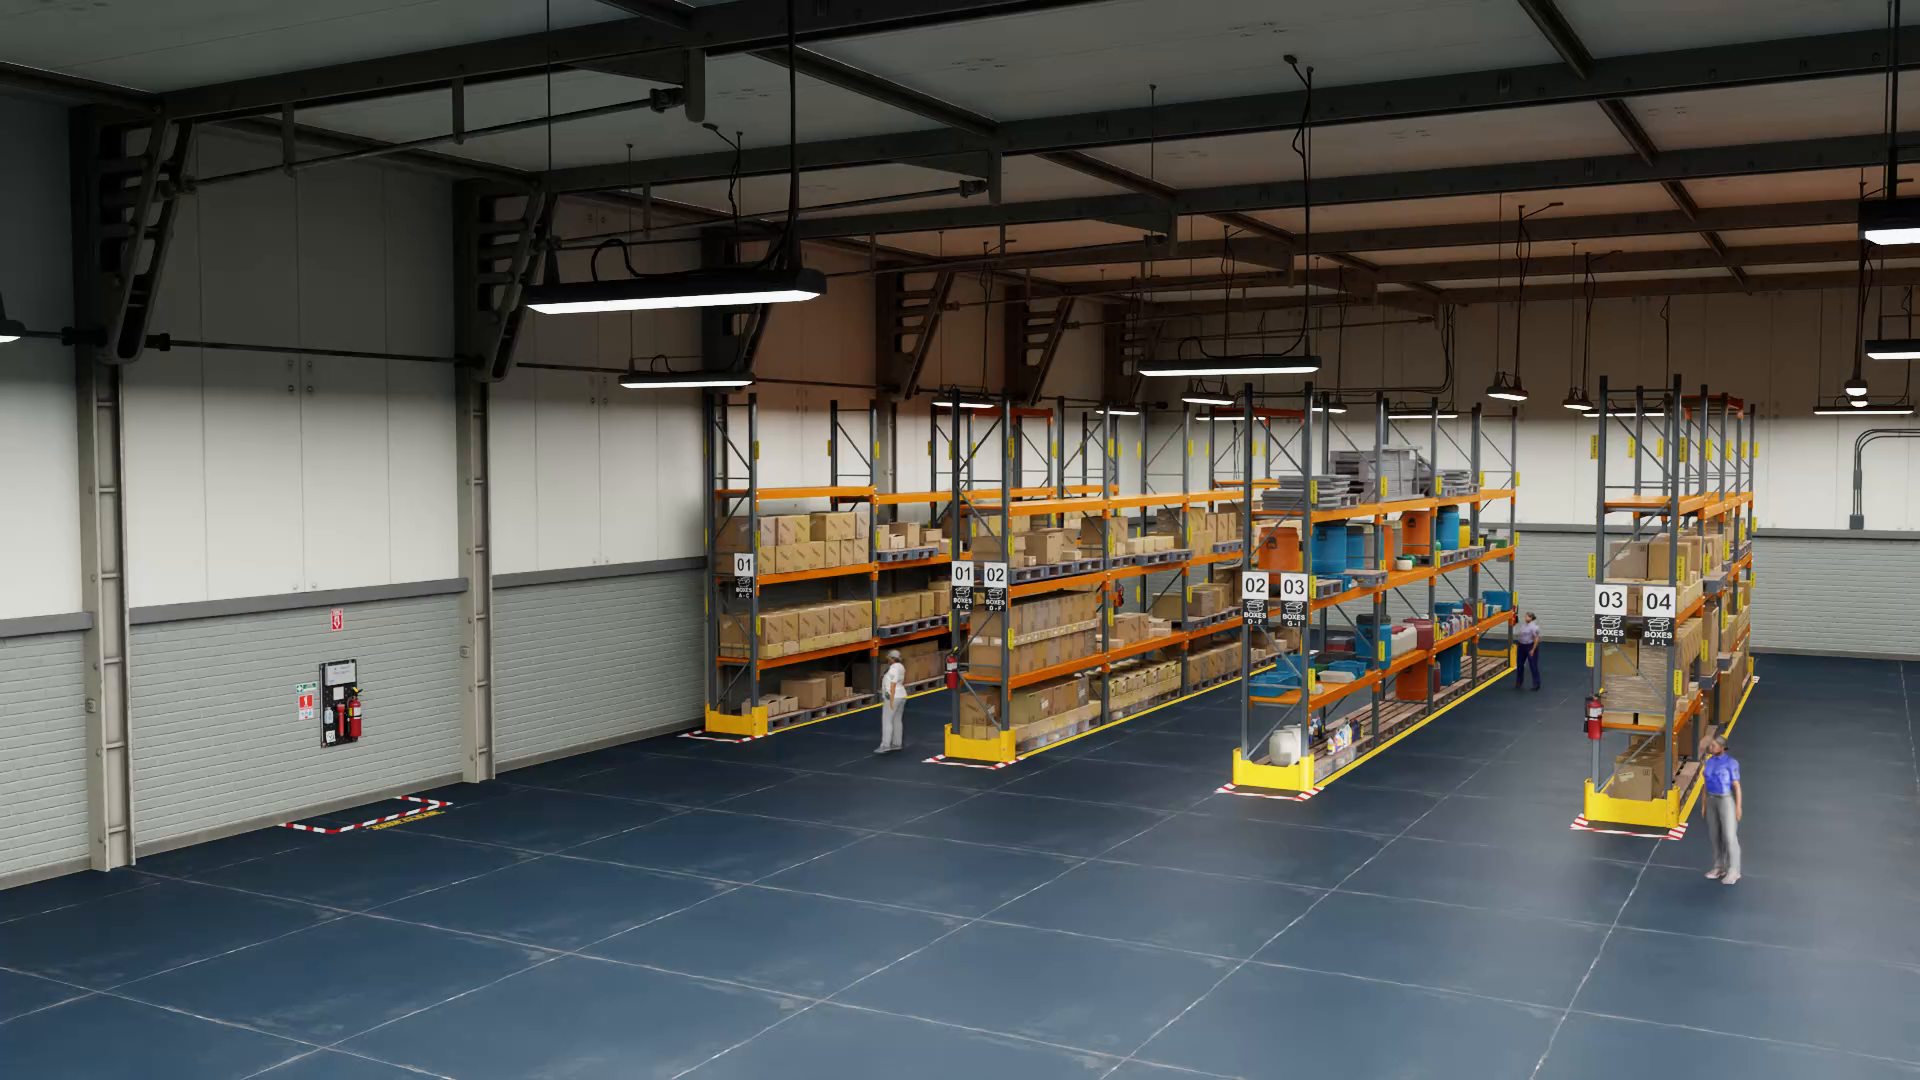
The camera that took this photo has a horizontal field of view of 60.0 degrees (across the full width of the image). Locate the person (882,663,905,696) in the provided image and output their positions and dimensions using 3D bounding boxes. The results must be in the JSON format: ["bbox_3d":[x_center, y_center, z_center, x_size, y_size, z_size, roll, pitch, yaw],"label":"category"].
[{"bbox_3d":[-1.112,2.337,27.718,0.334,0.583,0.475,1,3,20],"label":"person"}]

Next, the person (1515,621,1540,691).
[{"bbox_3d":[11.915,2.407,34.884,0.393,1.449,0.541,-2,4,-33],"label":"person"}]

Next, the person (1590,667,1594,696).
[{"bbox_3d":[12.823,2.700,33.150,0.448,0.935,0.457,2,4,36],"label":"person"}]
